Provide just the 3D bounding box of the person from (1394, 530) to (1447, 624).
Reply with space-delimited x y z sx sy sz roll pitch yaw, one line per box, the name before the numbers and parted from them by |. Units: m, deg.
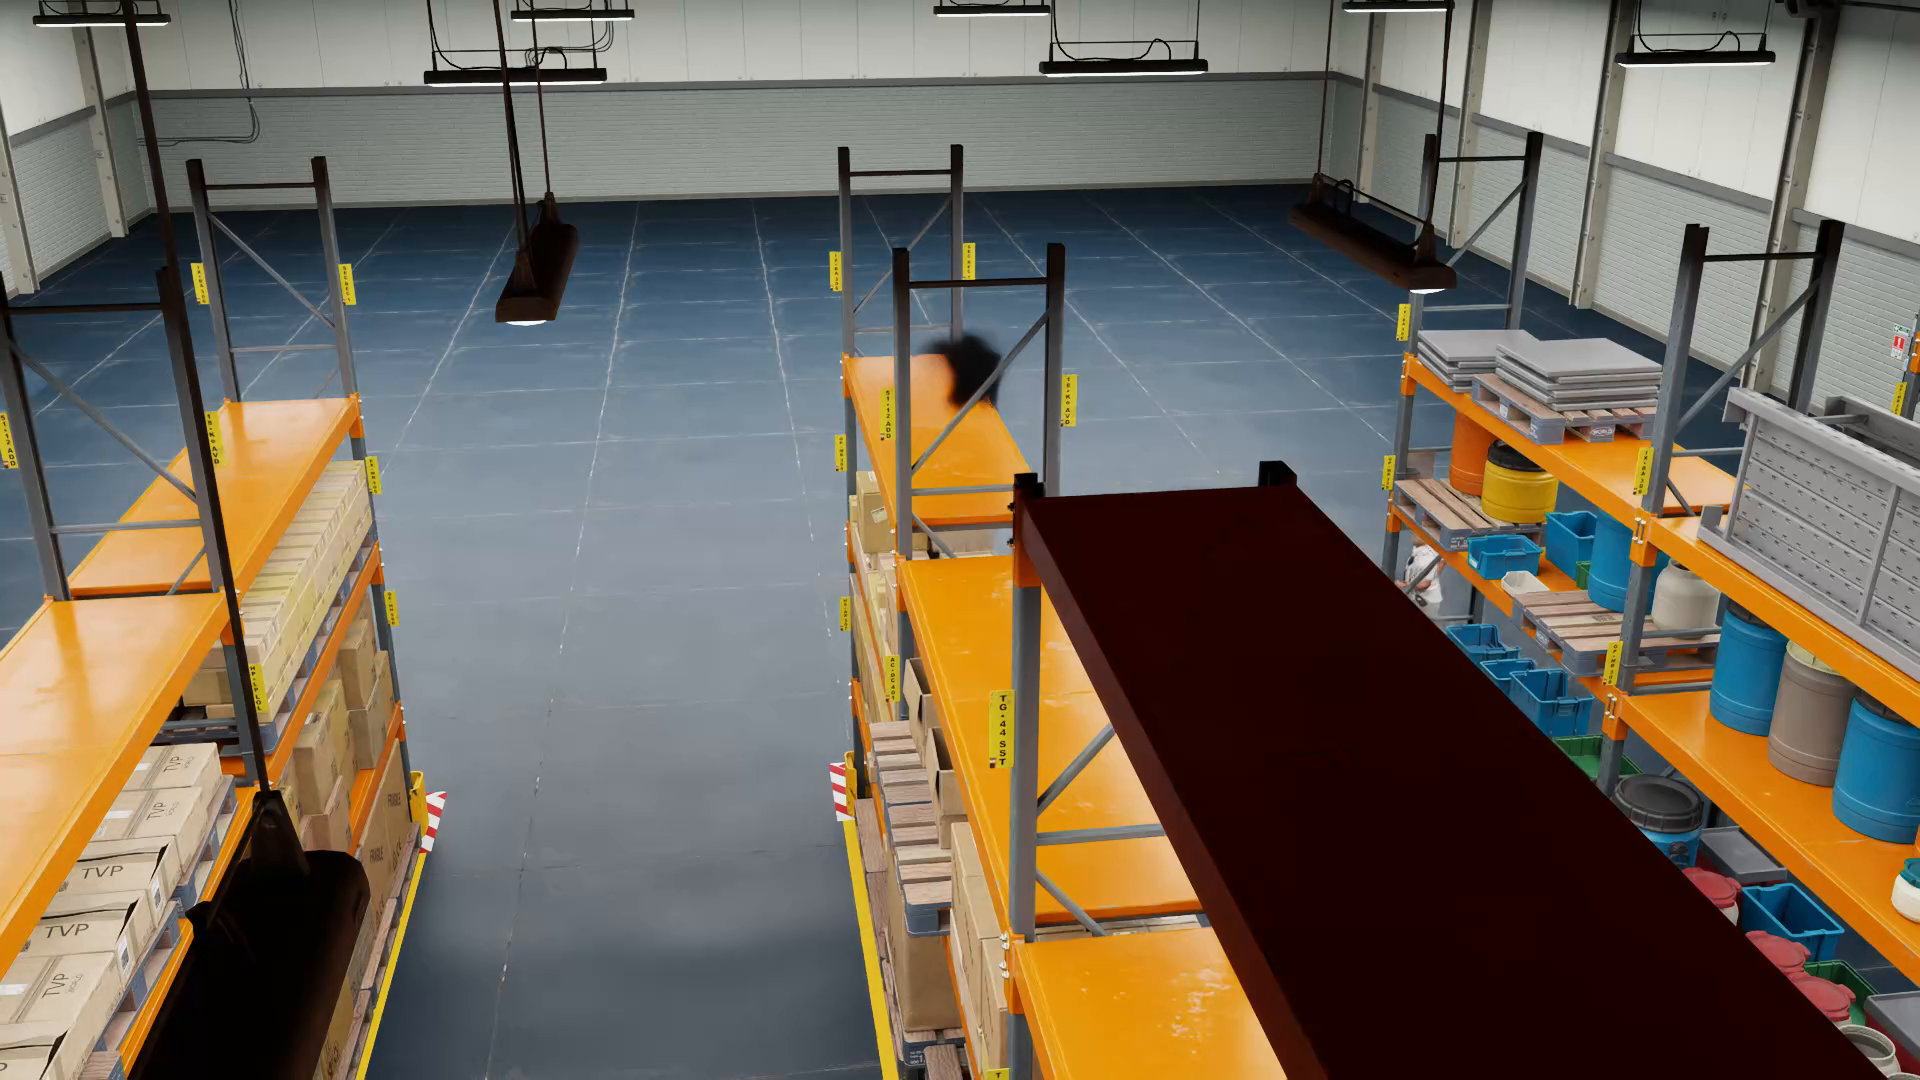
person | 4.981 0.637 17.676 0.952 1.774 0.643 6 22 15
